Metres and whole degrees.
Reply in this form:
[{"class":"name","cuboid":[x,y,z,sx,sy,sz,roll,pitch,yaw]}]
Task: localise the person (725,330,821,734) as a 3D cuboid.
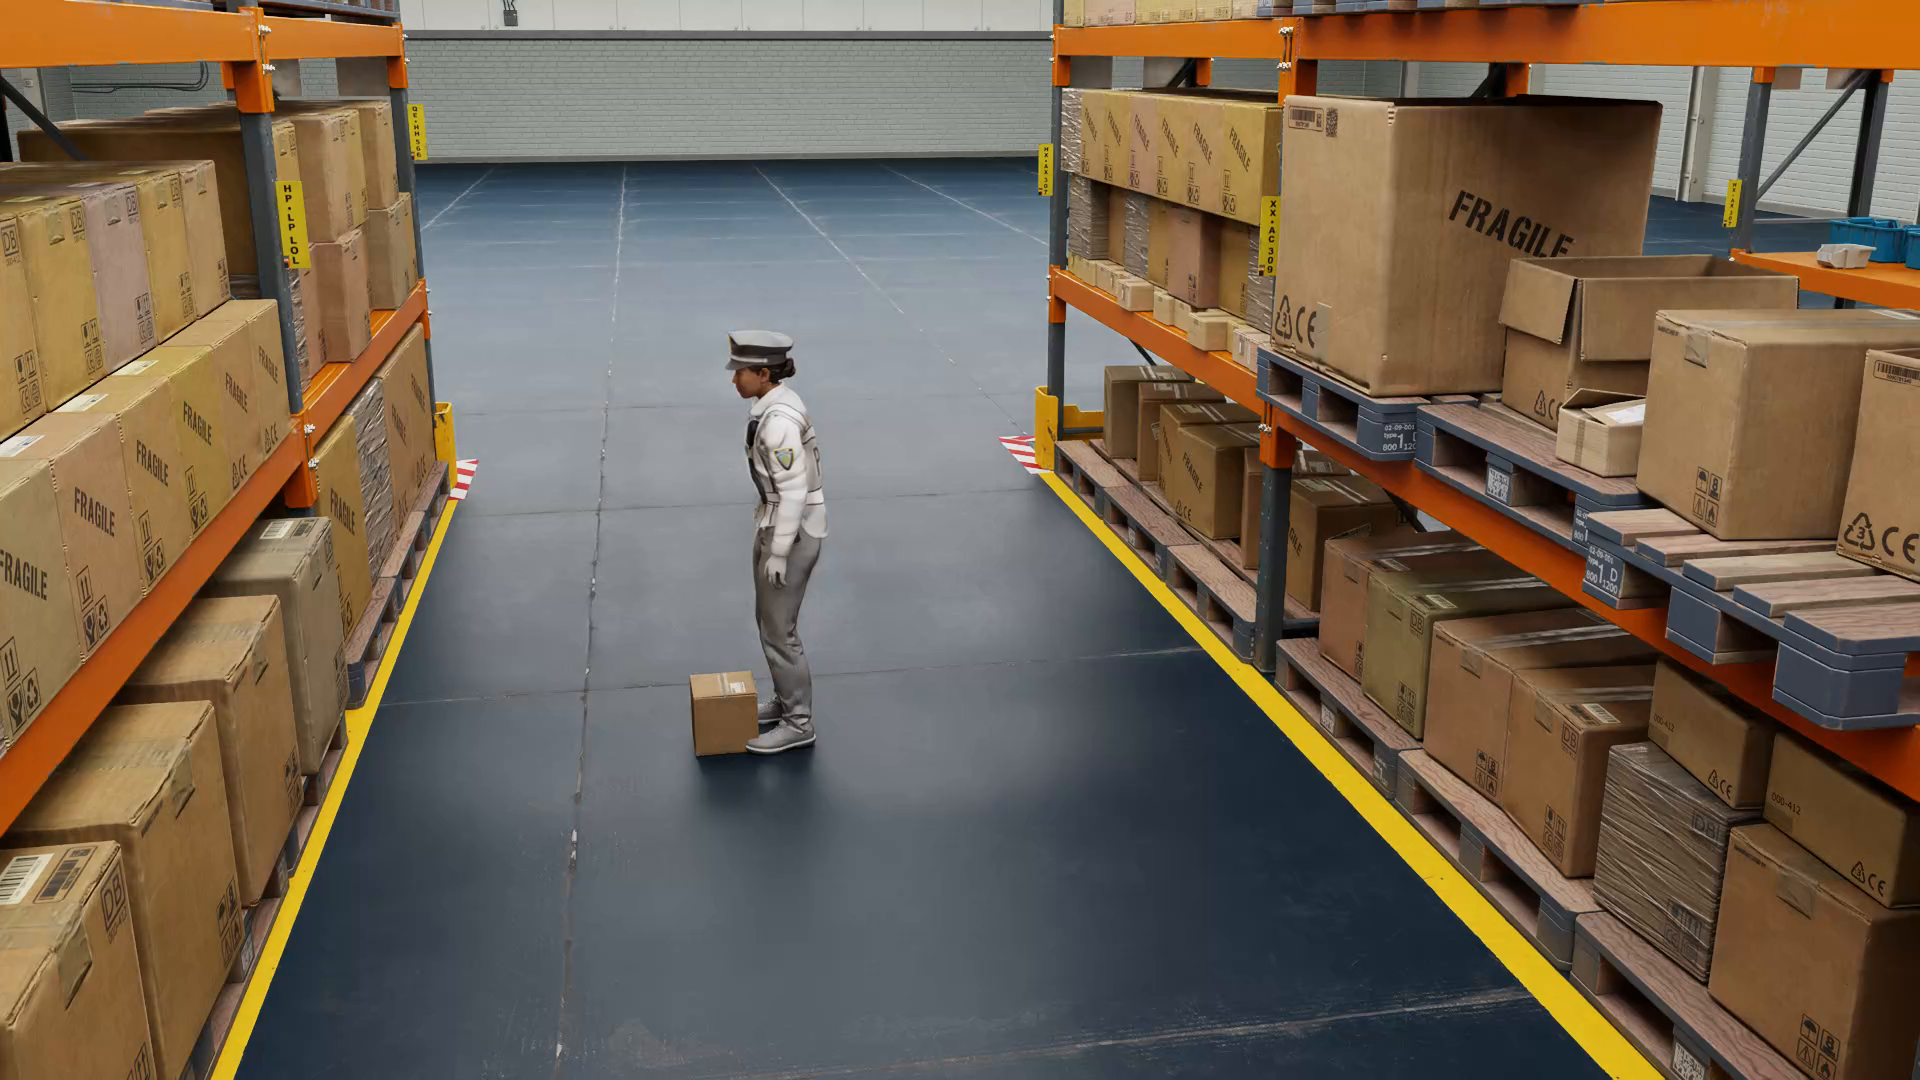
[{"class":"person","cuboid":[-0.726,-0.030,6.524,0.342,1.600,0.503,-4,17,-12]}]
